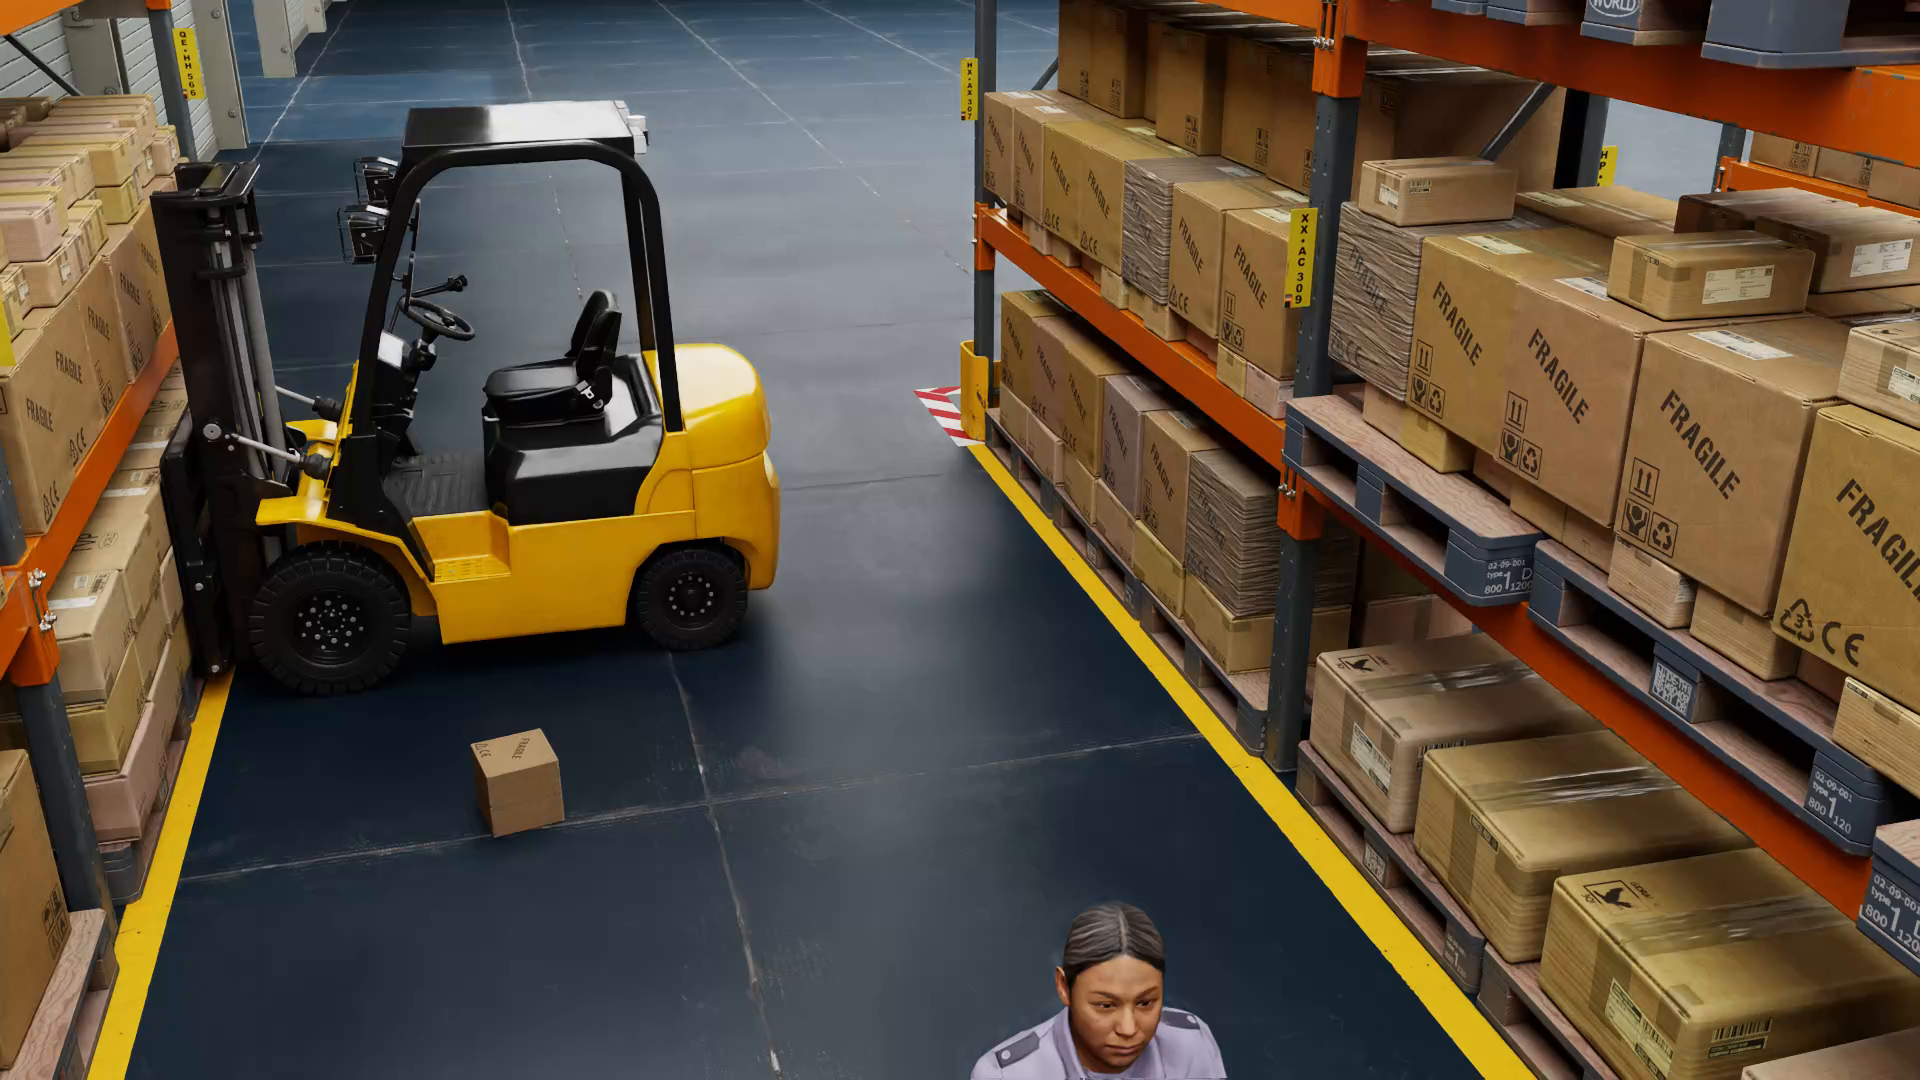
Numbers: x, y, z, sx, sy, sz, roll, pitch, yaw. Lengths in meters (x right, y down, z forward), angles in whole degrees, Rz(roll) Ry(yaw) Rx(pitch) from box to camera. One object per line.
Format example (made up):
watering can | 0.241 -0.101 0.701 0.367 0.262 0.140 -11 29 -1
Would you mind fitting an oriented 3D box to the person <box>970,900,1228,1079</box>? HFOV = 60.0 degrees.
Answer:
person | 0.267 1.405 2.889 0.482 1.702 0.546 -8 25 -19
